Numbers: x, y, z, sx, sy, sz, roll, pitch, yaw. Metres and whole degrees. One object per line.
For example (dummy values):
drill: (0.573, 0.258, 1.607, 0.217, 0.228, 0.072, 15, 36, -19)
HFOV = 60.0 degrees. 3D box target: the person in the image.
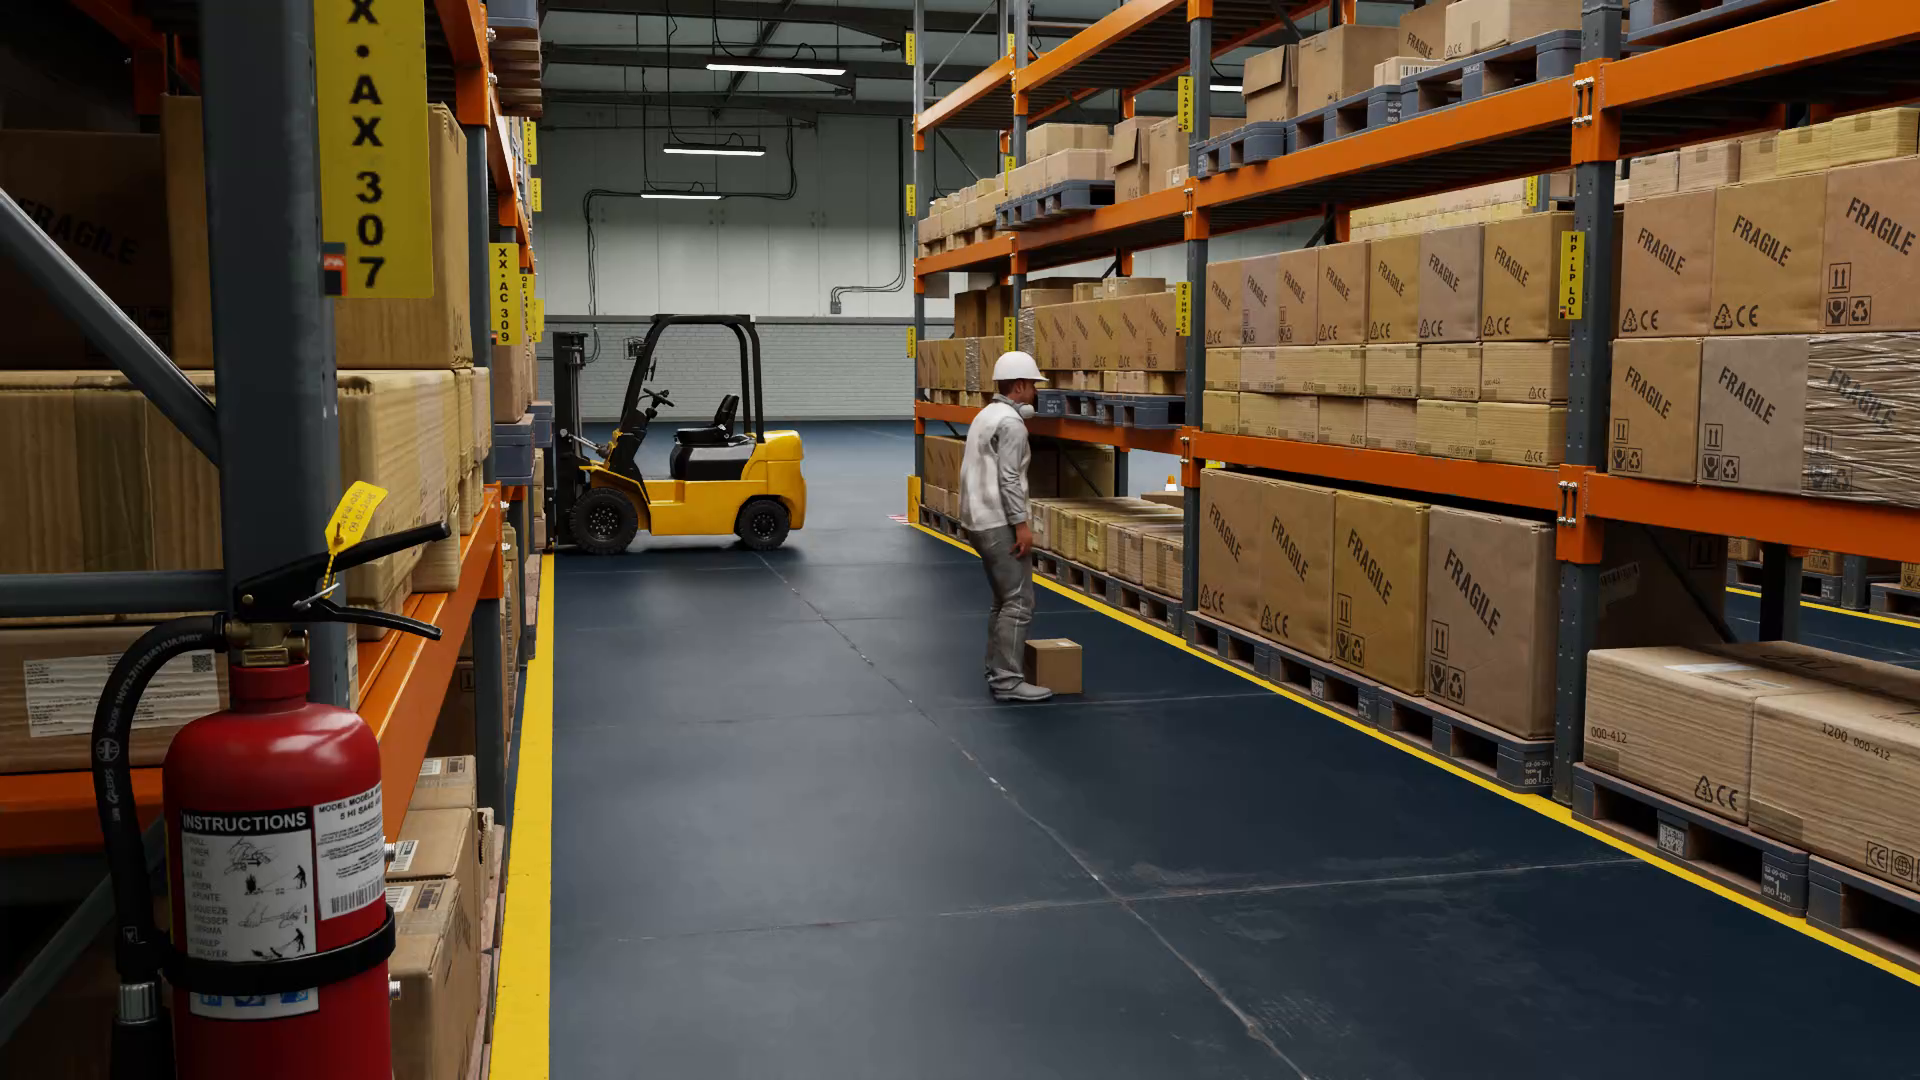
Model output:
person: (0.234, -0.081, 8.585, 0.467, 1.770, 0.579, -1, 6, -14)
